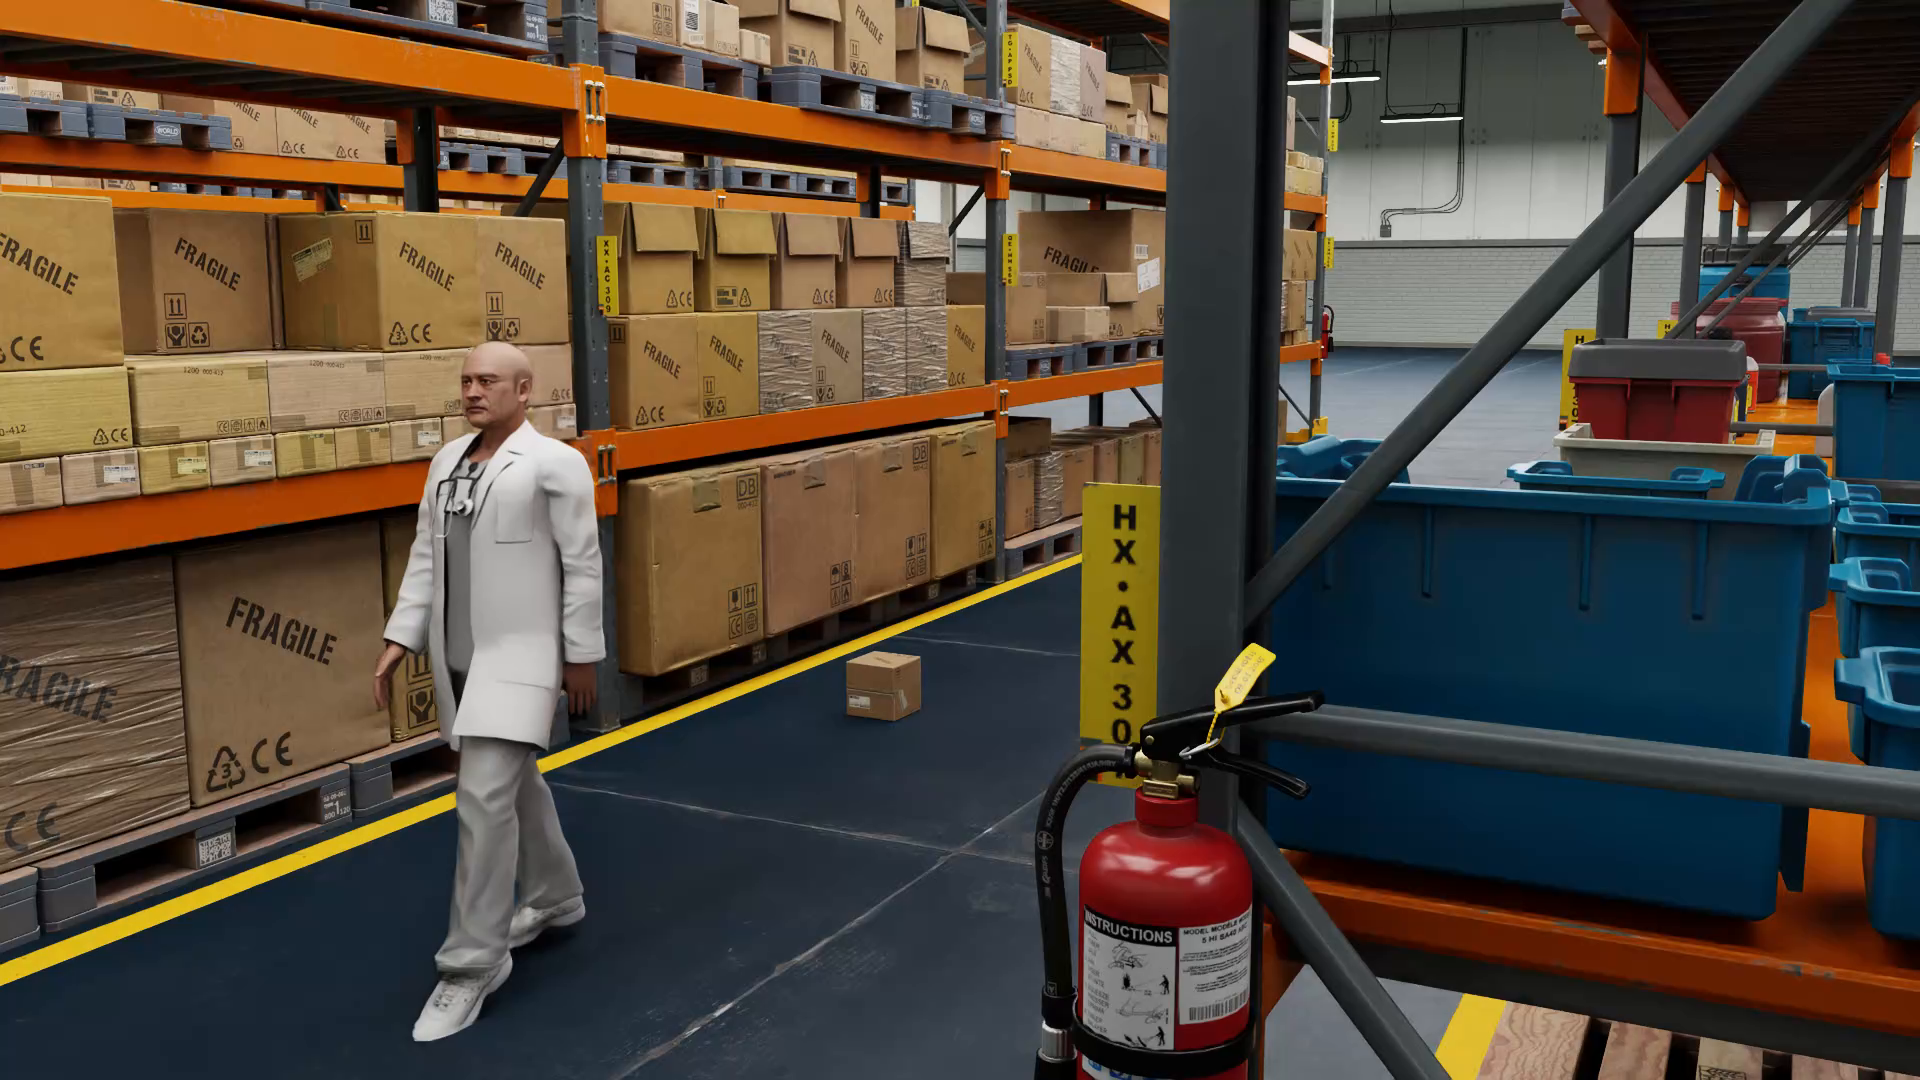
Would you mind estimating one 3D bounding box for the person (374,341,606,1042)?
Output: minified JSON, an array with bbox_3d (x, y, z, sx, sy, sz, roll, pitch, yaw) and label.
[{"bbox_3d":[-1.339,0.372,4.601,0.573,1.823,0.797,6,10,32],"label":"person"}]
